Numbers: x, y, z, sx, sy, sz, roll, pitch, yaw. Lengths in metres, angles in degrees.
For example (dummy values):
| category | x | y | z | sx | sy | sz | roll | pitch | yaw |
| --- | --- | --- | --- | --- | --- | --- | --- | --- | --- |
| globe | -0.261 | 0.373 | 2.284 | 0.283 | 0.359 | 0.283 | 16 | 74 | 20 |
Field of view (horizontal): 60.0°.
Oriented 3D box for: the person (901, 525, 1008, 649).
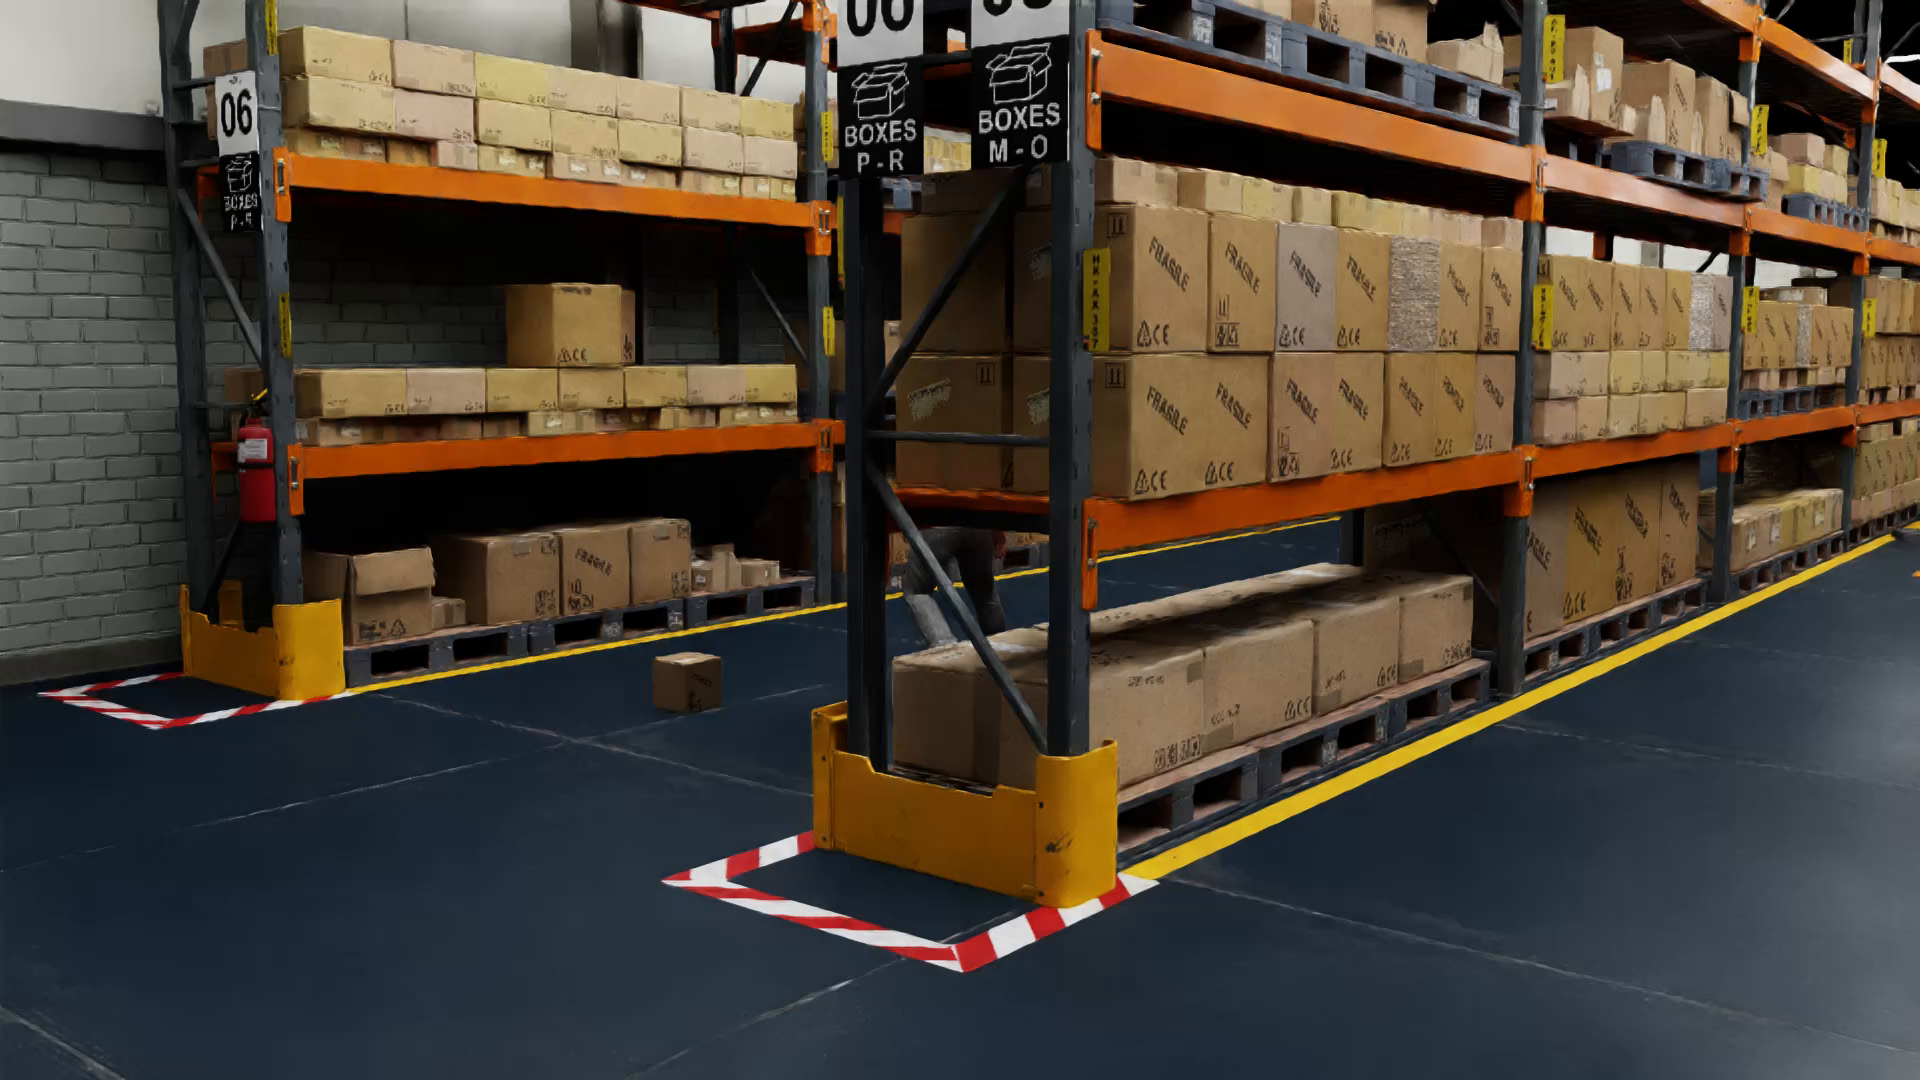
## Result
| category | x | y | z | sx | sy | sz | roll | pitch | yaw |
| --- | --- | --- | --- | --- | --- | --- | --- | --- | --- |
| person | 0.008 | -0.086 | 8.900 | 0.682 | 1.751 | 0.534 | -5 | 8 | -37 |
